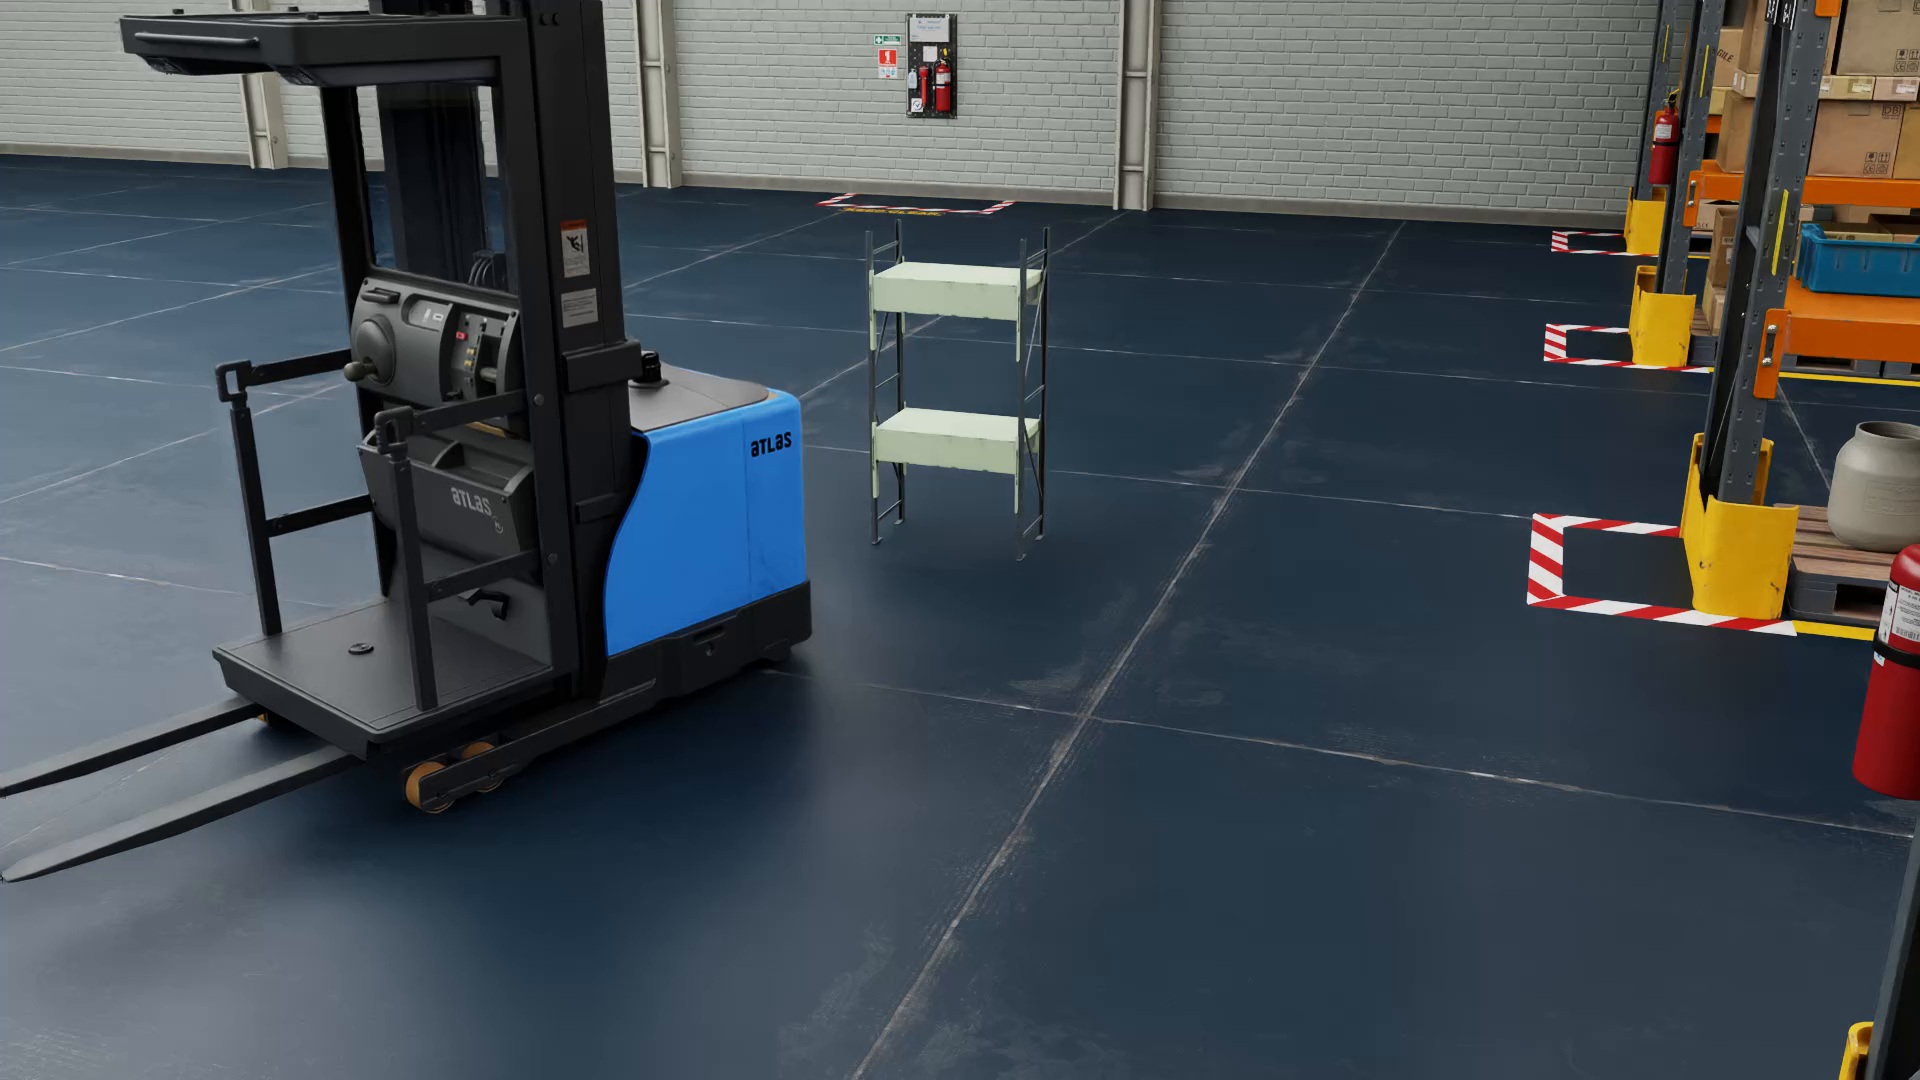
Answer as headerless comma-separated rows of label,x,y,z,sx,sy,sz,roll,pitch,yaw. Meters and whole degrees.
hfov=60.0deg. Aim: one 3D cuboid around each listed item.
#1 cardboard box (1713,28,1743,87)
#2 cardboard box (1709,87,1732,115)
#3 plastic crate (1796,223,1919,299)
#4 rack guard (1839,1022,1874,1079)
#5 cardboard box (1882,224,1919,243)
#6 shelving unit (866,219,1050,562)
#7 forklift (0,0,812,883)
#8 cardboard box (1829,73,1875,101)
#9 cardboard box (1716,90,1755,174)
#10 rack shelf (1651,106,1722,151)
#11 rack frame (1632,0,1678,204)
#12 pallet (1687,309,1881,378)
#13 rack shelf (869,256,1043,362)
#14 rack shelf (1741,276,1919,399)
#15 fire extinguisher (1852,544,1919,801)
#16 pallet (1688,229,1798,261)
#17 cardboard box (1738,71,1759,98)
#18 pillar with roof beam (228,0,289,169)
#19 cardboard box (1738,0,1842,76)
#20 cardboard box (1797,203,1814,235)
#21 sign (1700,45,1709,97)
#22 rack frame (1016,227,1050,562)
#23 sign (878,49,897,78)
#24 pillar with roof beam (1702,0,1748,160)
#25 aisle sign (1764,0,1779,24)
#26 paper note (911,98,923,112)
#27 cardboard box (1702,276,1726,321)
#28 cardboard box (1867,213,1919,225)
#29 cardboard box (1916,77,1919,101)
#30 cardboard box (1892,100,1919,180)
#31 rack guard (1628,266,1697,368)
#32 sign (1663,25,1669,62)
cardboard box,7.042,-4.488,15.454,0.500,0.500,0.500,7,20,18
cardboard box,7.046,-4.128,15.559,0.500,0.250,0.500,6,20,16
plastic crate,4.009,-1.229,7.271,0.616,0.251,0.499,7,20,18
rack guard,1.885,1.468,3.105,0.348,0.500,1.175,7,20,18
cardboard box,6.450,-1.824,11.151,0.500,0.500,0.500,7,20,18
shelving unit,-0.006,-0.709,7.831,0.755,1.500,0.431,7,20,18
forklift,-1.938,-0.668,5.539,1.130,2.935,3.031,16,25,38
cardboard box,5.853,-2.989,10.957,0.250,0.149,0.380,7,20,18
cardboard box,5.504,-2.793,11.380,0.500,0.500,0.700,7,20,18
rack shelf,8.579,-3.785,15.471,4.000,0.370,1.077,7,20,18
rack frame,6.689,-4.341,15.972,0.127,3.000,1.000,7,20,18
pallet,5.803,-1.414,11.812,1.213,0.211,1.003,7,20,18
rack shelf,-0.006,-1.077,7.703,0.720,0.370,0.431,7,20,18
rack shelf,5.327,-0.705,6.634,4.000,0.370,1.077,7,20,18
fire extinguisher,1.856,0.160,3.176,0.183,0.674,0.296,7,20,18
pallet,7.517,-2.917,16.124,1.213,0.211,1.003,7,20,18
cardboard box,5.367,-3.044,11.115,0.250,0.149,0.380,6,20,18
pillar with roof beam,-10.781,-7.973,17.277,0.400,9.000,9.100,7,20,18
cardboard box,5.554,-3.400,11.150,0.500,0.500,0.700,7,20,18
cardboard box,7.852,-3.115,15.871,0.500,0.311,0.500,8,21,23
sign,4.879,-3.074,10.903,0.005,0.325,0.100,7,20,18
rack frame,0.339,-0.669,7.718,0.023,1.500,0.400,7,20,18
sign,-0.844,-5.570,19.443,0.234,0.329,0.001,7,20,18
pillar with roof beam,6.222,-6.028,11.699,0.400,9.000,9.100,7,20,18
aisle sign,3.468,-2.588,6.994,0.004,0.787,0.394,7,20,18
paper note,-0.500,-5.086,19.447,0.142,0.148,0.016,7,20,18
cardboard box,5.671,-1.734,12.033,0.500,0.250,0.500,7,20,18
cardboard box,6.621,-1.985,11.615,0.500,0.500,0.500,7,20,18
cardboard box,6.343,-2.933,10.797,0.250,0.149,0.380,6,20,16
cardboard box,6.469,-2.682,11.062,0.500,0.500,0.700,7,20,18
rack guard,5.045,-1.622,11.971,0.348,0.500,1.175,7,20,18
sign,6.511,-4.581,15.345,0.005,0.325,0.100,7,20,18
